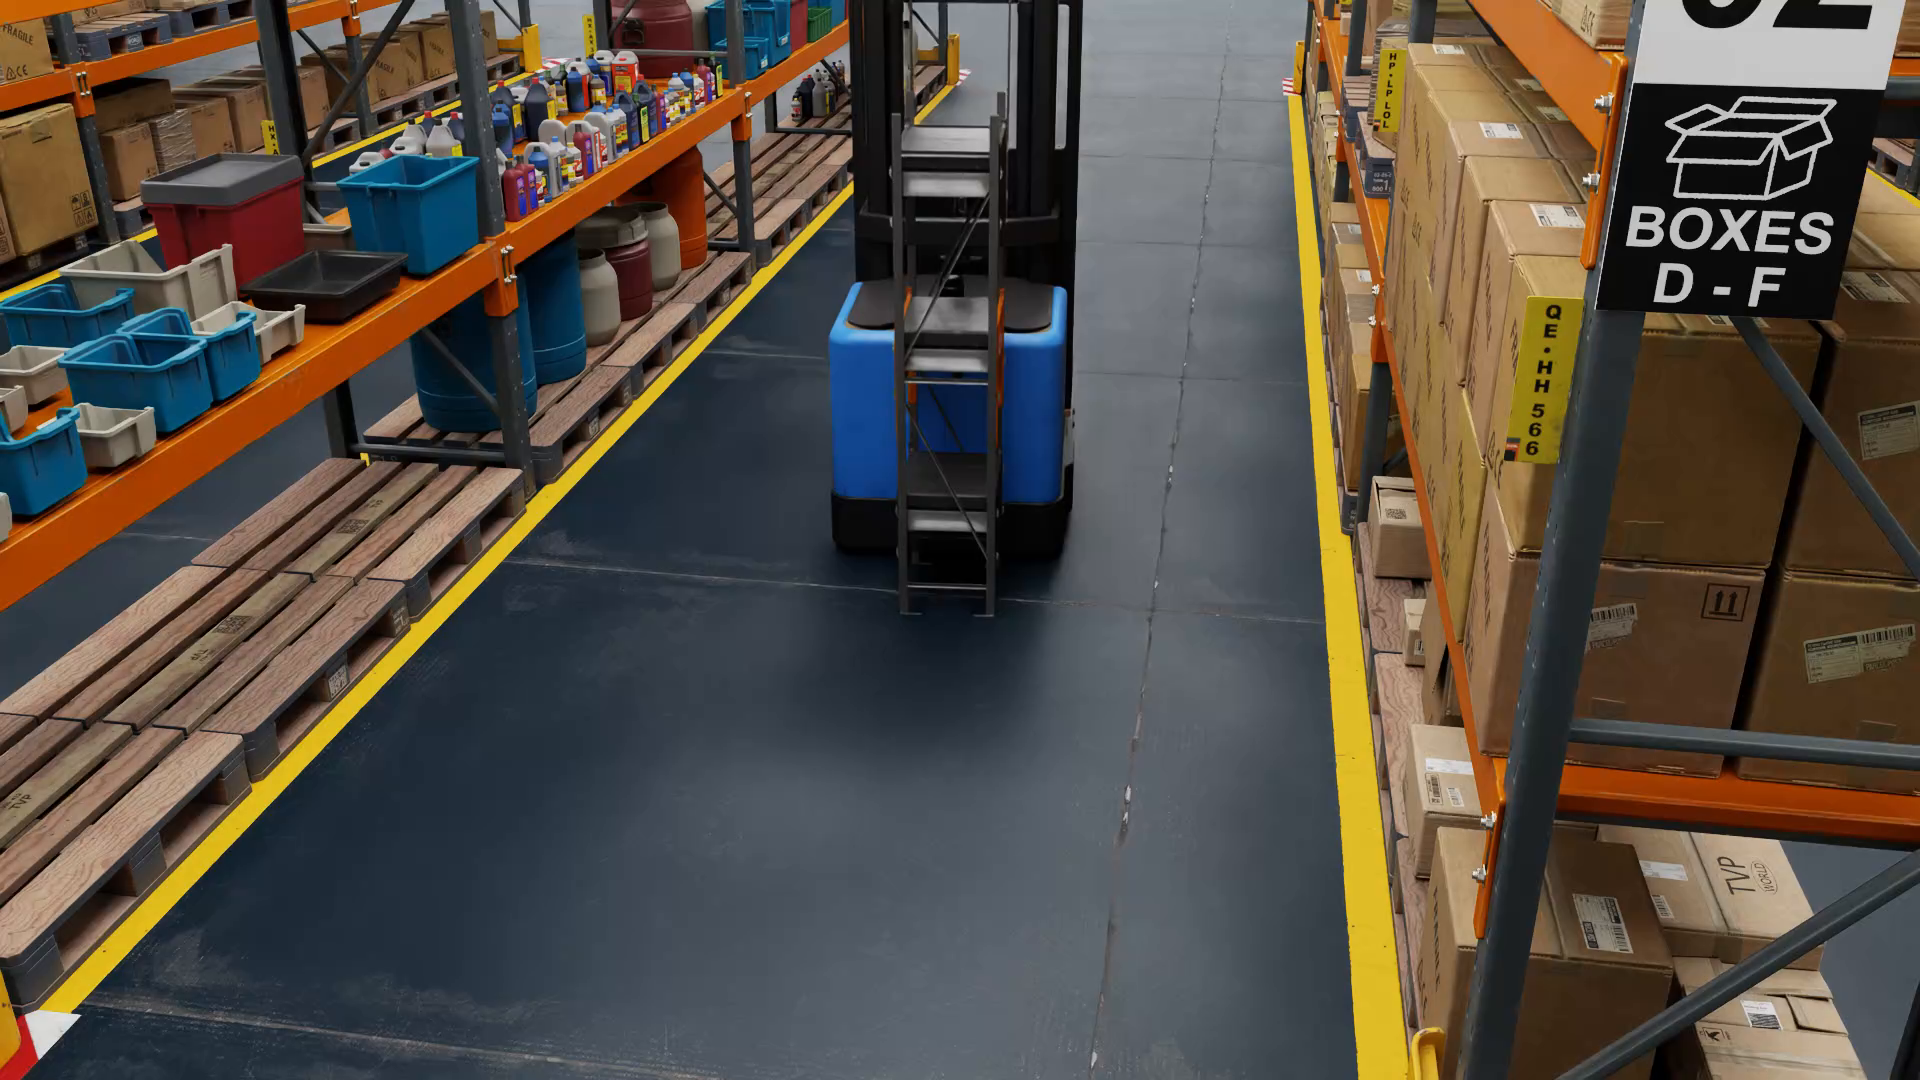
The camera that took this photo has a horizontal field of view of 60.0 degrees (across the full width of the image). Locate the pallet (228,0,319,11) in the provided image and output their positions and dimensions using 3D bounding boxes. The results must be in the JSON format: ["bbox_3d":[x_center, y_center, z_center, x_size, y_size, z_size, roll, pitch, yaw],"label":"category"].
[{"bbox_3d":[-6.448,-4.891,14.888,1.003,0.211,1.213,4,25,9],"label":"pallet"}]

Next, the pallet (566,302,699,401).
[{"bbox_3d":[-2.236,-1.167,9.995,1.003,0.211,1.213,4,25,9],"label":"pallet"}]

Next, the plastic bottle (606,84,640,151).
[{"bbox_3d":[-1.898,-2.376,9.346,0.144,0.351,0.185,4,25,9],"label":"plastic bottle"}]

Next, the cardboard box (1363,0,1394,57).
[{"bbox_3d":[3.198,-3.675,11.945,0.500,0.500,0.500,3,25,6],"label":"cardboard box"}]

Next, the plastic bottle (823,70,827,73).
[{"bbox_3d":[-1.348,-4.575,16.684,0.097,0.271,0.097,0,25,0],"label":"plastic bottle"}]

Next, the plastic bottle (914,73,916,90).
[{"bbox_3d":[-0.507,-4.751,17.144,0.097,0.201,0.097,0,25,0],"label":"plastic bottle"}]

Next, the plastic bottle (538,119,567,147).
[{"bbox_3d":[-2.147,-2.108,8.861,0.152,0.276,0.135,4,25,9],"label":"plastic bottle"}]

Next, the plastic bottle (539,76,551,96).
[{"bbox_3d":[-2.517,-2.662,10.052,0.097,0.271,0.097,0,25,0],"label":"plastic bottle"}]

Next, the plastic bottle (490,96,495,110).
[{"bbox_3d":[-2.660,-2.350,9.370,0.061,0.283,0.133,4,25,9],"label":"plastic bottle"}]

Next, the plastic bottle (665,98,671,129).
[{"bbox_3d":[-1.778,-2.555,9.904,0.097,0.201,0.097,0,25,0],"label":"plastic bottle"}]

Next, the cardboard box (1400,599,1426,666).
[{"bbox_3d":[1.872,0.353,6.281,0.380,0.166,0.250,4,25,9],"label":"cardboard box"}]

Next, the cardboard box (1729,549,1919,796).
[{"bbox_3d":[1.965,0.206,3.653,0.500,0.500,0.500,5,25,10],"label":"cardboard box"}]

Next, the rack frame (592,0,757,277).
[{"bbox_3d":[-1.946,-3.272,11.201,1.000,3.000,0.127,4,25,9],"label":"rack frame"}]

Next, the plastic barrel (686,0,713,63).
[{"bbox_3d":[-1.989,-3.767,12.129,0.421,0.512,0.421,0,25,0],"label":"plastic barrel"}]

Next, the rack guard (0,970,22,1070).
[{"bbox_3d":[-3.245,1.217,4.560,1.175,0.500,0.348,4,25,9],"label":"rack guard"}]

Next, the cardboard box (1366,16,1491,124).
[{"bbox_3d":[2.610,-2.522,8.986,0.700,0.500,0.500,9,27,18],"label":"cardboard box"}]

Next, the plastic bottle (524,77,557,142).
[{"bbox_3d":[-2.421,-2.490,9.590,0.144,0.351,0.185,4,25,9],"label":"plastic bottle"}]

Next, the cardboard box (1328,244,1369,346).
[{"bbox_3d":[2.416,-1.395,9.621,0.500,0.500,0.500,4,25,8],"label":"cardboard box"}]

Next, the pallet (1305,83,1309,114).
[{"bbox_3d":[4.163,-4.687,17.515,1.003,0.211,1.213,4,25,9],"label":"pallet"}]

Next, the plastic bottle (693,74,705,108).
[{"bbox_3d":[-1.666,-2.840,10.512,0.097,0.201,0.097,0,25,0],"label":"plastic bottle"}]

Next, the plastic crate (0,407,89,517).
[{"bbox_3d":[-2.781,-0.233,4.836,0.416,0.233,0.300,4,25,9],"label":"plastic crate"}]

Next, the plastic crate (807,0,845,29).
[{"bbox_3d":[-1.166,-4.455,13.747,0.392,0.384,0.575,4,25,9],"label":"plastic crate"}]

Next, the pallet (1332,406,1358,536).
[{"bbox_3d":[2.382,-0.334,8.214,1.003,0.211,1.213,4,25,9],"label":"pallet"}]

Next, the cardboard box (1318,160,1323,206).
[{"bbox_3d":[3.032,-2.750,12.835,0.500,0.250,0.500,5,25,10],"label":"cardboard box"}]

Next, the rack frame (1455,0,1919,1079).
[{"bbox_3d":[1.636,0.419,3.316,0.949,2.616,0.053,4,25,9],"label":"rack frame"}]

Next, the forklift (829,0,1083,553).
[{"bbox_3d":[0.046,-1.857,8.261,1.130,2.935,3.031,2,25,4],"label":"forklift"}]

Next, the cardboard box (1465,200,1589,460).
[{"bbox_3d":[1.515,-0.496,3.974,0.500,0.500,0.500,5,25,10],"label":"cardboard box"}]

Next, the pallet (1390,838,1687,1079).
[{"bbox_3d":[1.774,1.317,4.688,1.003,0.211,1.213,4,25,9],"label":"pallet"}]

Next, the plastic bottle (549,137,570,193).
[{"bbox_3d":[-2.043,-1.907,8.438,0.097,0.271,0.097,0,25,0],"label":"plastic bottle"}]

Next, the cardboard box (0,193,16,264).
[{"bbox_3d":[-7.119,-2.183,10.887,1.225,0.875,0.875,4,25,9],"label":"cardboard box"}]

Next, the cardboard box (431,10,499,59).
[{"bbox_3d":[-5.644,-5.759,18.968,0.500,0.500,0.500,9,27,18],"label":"cardboard box"}]

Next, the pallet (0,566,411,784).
[{"bbox_3d":[-2.879,0.486,6.463,1.003,0.211,1.213,4,25,9],"label":"pallet"}]

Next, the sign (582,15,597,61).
[{"bbox_3d":[-2.490,-3.381,11.242,0.100,0.325,0.005,4,25,9],"label":"sign"}]

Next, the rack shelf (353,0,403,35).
[{"bbox_3d":[-5.852,-5.799,17.448,1.077,0.370,4.000,4,25,9],"label":"rack shelf"}]

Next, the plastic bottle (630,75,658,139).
[{"bbox_3d":[-1.846,-2.509,9.630,0.144,0.351,0.185,4,25,9],"label":"plastic bottle"}]

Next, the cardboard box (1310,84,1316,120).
[{"bbox_3d":[3.612,-4.172,15.874,0.500,0.250,0.500,4,25,9],"label":"cardboard box"}]

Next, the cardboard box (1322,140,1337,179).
[{"bbox_3d":[2.946,-2.791,12.260,0.500,0.311,0.500,4,25,8],"label":"cardboard box"}]

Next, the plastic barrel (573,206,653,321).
[{"bbox_3d":[-2.194,-1.692,10.175,0.600,0.588,0.708,4,25,9],"label":"plastic barrel"}]

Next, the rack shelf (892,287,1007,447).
[{"bbox_3d":[-0.037,-0.717,6.838,0.431,0.518,0.480,2,25,4],"label":"rack shelf"}]

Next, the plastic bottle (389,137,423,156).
[{"bbox_3d":[-2.795,-1.883,8.380,0.152,0.276,0.135,4,25,9],"label":"plastic bottle"}]

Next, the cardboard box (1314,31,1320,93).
[{"bbox_3d":[3.625,-4.511,15.713,0.500,0.500,0.500,4,25,9],"label":"cardboard box"}]

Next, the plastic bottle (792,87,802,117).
[{"bbox_3d":[-1.540,-4.138,15.737,0.061,0.283,0.133,5,26,11],"label":"plastic bottle"}]

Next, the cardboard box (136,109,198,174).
[{"bbox_3d":[-6.665,-3.197,13.470,0.700,0.500,0.500,2,25,4],"label":"cardboard box"}]

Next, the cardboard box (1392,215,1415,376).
[{"bbox_3d":[1.853,-0.891,5.997,0.500,0.500,0.500,4,25,9],"label":"cardboard box"}]

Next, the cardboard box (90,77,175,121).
[{"bbox_3d":[-6.676,-3.527,13.291,0.500,0.250,0.500,7,26,14],"label":"cardboard box"}]

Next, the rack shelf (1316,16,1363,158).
[{"bbox_3d":[3.267,-3.438,12.404,1.077,0.370,4.000,4,25,9],"label":"rack shelf"}]

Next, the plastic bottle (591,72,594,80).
[{"bbox_3d":[-2.398,-2.936,10.718,0.097,0.201,0.097,0,25,0],"label":"plastic bottle"}]

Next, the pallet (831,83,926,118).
[{"bbox_3d":[-0.945,-4.471,17.054,1.003,0.211,1.213,4,25,9],"label":"pallet"}]

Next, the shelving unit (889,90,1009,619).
[{"bbox_3d":[-0.037,-0.730,6.832,0.431,2.100,0.503,2,25,4],"label":"shelving unit"}]

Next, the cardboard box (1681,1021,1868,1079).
[{"bbox_3d":[2.040,1.359,4.151,0.380,0.149,0.250,4,25,9],"label":"cardboard box"}]

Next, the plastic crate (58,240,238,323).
[{"bbox_3d":[-3.031,-0.946,6.303,0.437,0.282,0.530,4,25,9],"label":"plastic crate"}]
